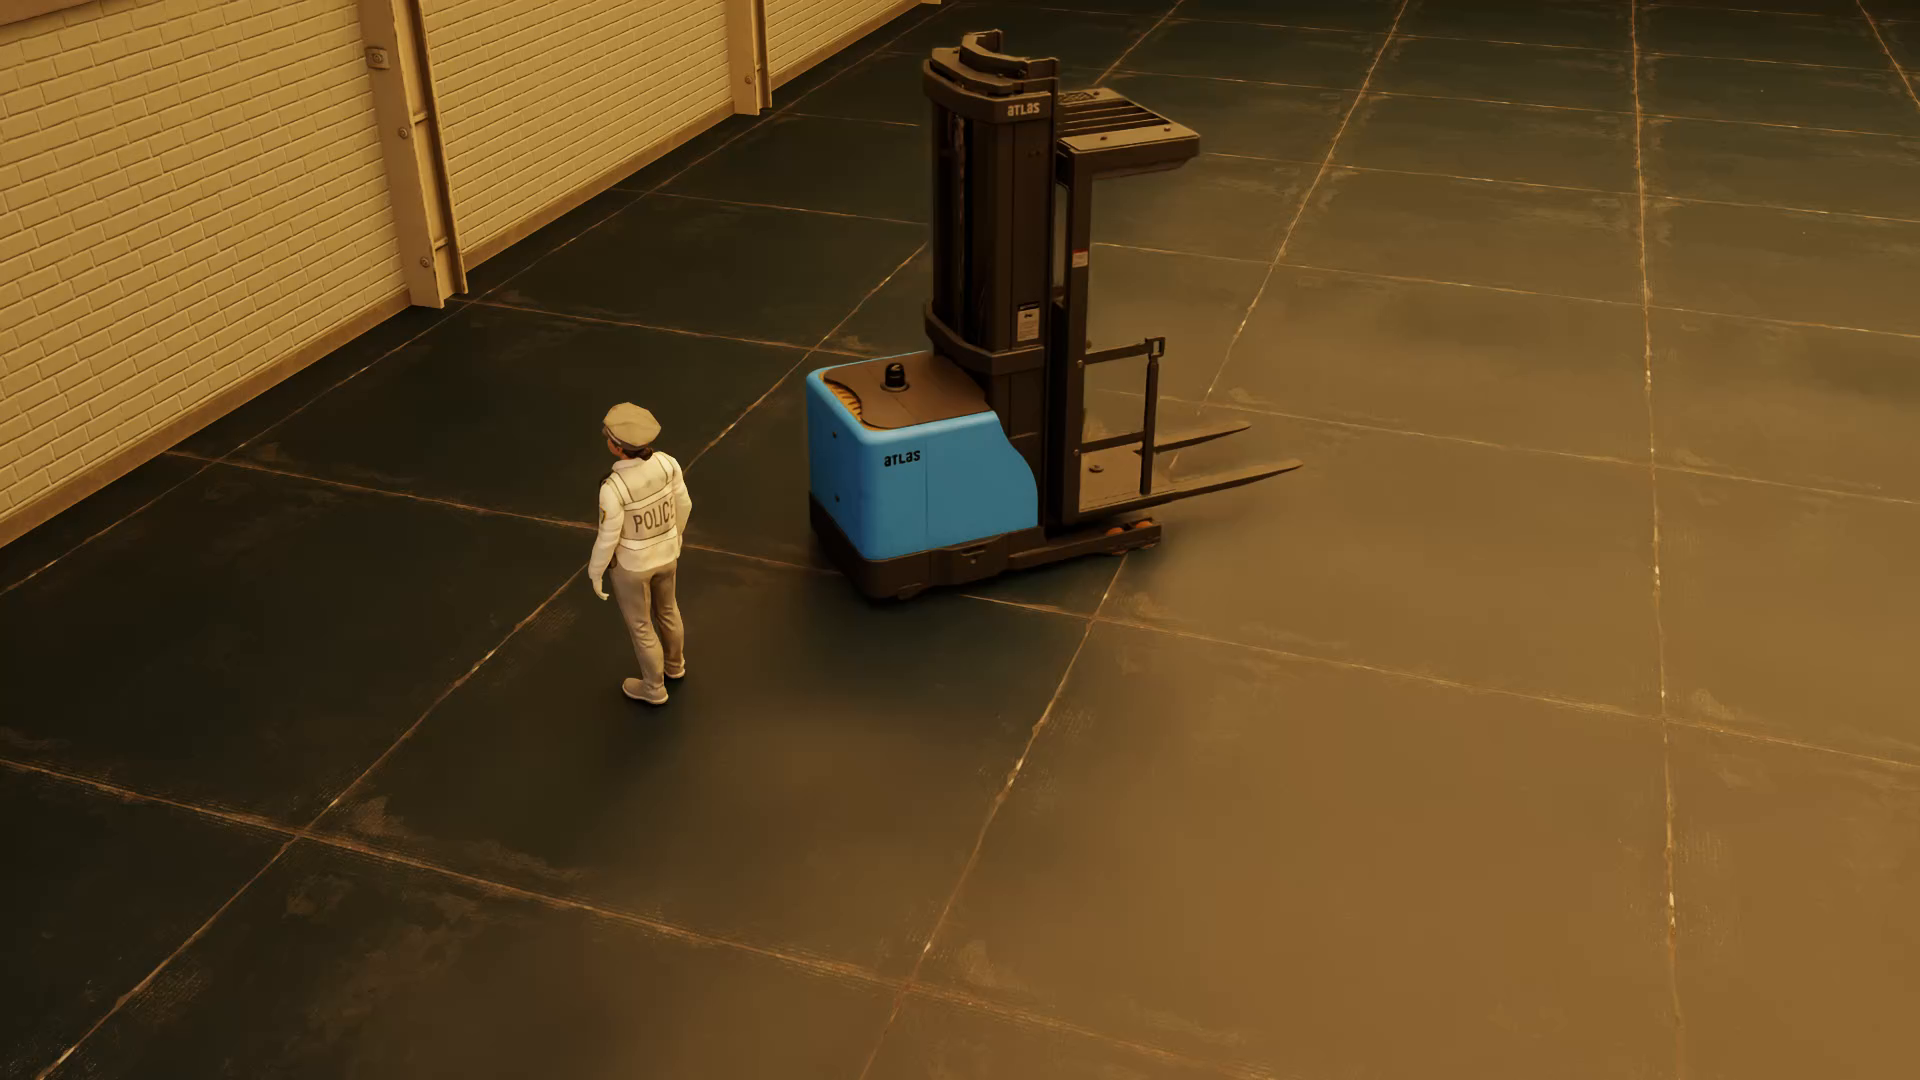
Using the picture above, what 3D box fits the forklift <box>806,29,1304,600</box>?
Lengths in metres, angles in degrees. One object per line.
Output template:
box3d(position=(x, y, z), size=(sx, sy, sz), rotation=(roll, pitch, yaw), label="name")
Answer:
box3d(position=(0.655, -1.406, 9.603), size=(3.031, 2.935, 1.130), rotation=(-12, 32, -21), label="forklift")

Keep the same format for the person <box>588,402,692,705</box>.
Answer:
box3d(position=(-1.618, 0.068, 8.251), size=(0.533, 1.694, 0.584), rotation=(25, 38, 36), label="person")
